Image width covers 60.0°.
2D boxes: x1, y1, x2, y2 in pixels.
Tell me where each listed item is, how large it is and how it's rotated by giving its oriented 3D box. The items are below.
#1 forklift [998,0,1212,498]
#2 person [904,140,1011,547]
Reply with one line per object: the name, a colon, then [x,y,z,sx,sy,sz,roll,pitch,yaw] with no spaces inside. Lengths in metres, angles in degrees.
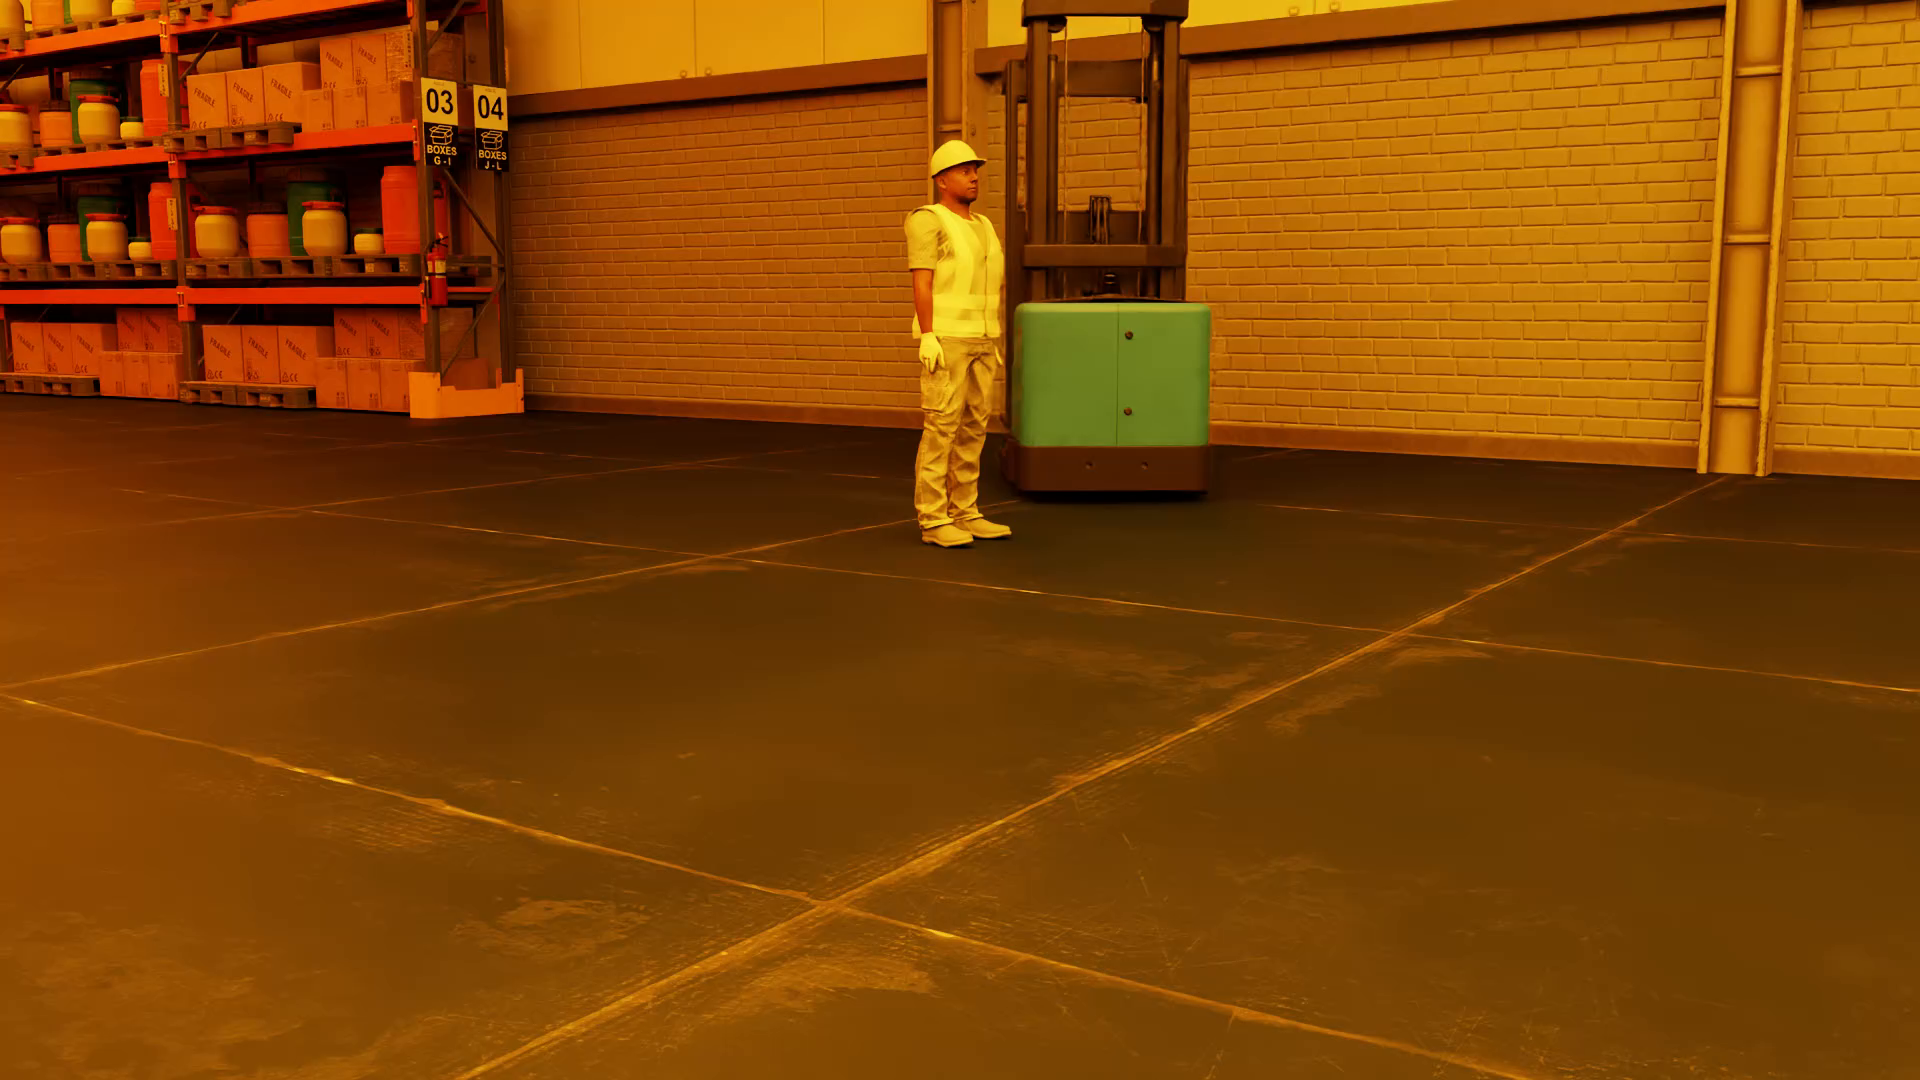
forklift: [0.813,-1.857,10.251,1.130,2.935,3.031,0,8,-1]
person: [0.010,-0.885,7.484,0.382,1.789,0.542,5,10,34]
